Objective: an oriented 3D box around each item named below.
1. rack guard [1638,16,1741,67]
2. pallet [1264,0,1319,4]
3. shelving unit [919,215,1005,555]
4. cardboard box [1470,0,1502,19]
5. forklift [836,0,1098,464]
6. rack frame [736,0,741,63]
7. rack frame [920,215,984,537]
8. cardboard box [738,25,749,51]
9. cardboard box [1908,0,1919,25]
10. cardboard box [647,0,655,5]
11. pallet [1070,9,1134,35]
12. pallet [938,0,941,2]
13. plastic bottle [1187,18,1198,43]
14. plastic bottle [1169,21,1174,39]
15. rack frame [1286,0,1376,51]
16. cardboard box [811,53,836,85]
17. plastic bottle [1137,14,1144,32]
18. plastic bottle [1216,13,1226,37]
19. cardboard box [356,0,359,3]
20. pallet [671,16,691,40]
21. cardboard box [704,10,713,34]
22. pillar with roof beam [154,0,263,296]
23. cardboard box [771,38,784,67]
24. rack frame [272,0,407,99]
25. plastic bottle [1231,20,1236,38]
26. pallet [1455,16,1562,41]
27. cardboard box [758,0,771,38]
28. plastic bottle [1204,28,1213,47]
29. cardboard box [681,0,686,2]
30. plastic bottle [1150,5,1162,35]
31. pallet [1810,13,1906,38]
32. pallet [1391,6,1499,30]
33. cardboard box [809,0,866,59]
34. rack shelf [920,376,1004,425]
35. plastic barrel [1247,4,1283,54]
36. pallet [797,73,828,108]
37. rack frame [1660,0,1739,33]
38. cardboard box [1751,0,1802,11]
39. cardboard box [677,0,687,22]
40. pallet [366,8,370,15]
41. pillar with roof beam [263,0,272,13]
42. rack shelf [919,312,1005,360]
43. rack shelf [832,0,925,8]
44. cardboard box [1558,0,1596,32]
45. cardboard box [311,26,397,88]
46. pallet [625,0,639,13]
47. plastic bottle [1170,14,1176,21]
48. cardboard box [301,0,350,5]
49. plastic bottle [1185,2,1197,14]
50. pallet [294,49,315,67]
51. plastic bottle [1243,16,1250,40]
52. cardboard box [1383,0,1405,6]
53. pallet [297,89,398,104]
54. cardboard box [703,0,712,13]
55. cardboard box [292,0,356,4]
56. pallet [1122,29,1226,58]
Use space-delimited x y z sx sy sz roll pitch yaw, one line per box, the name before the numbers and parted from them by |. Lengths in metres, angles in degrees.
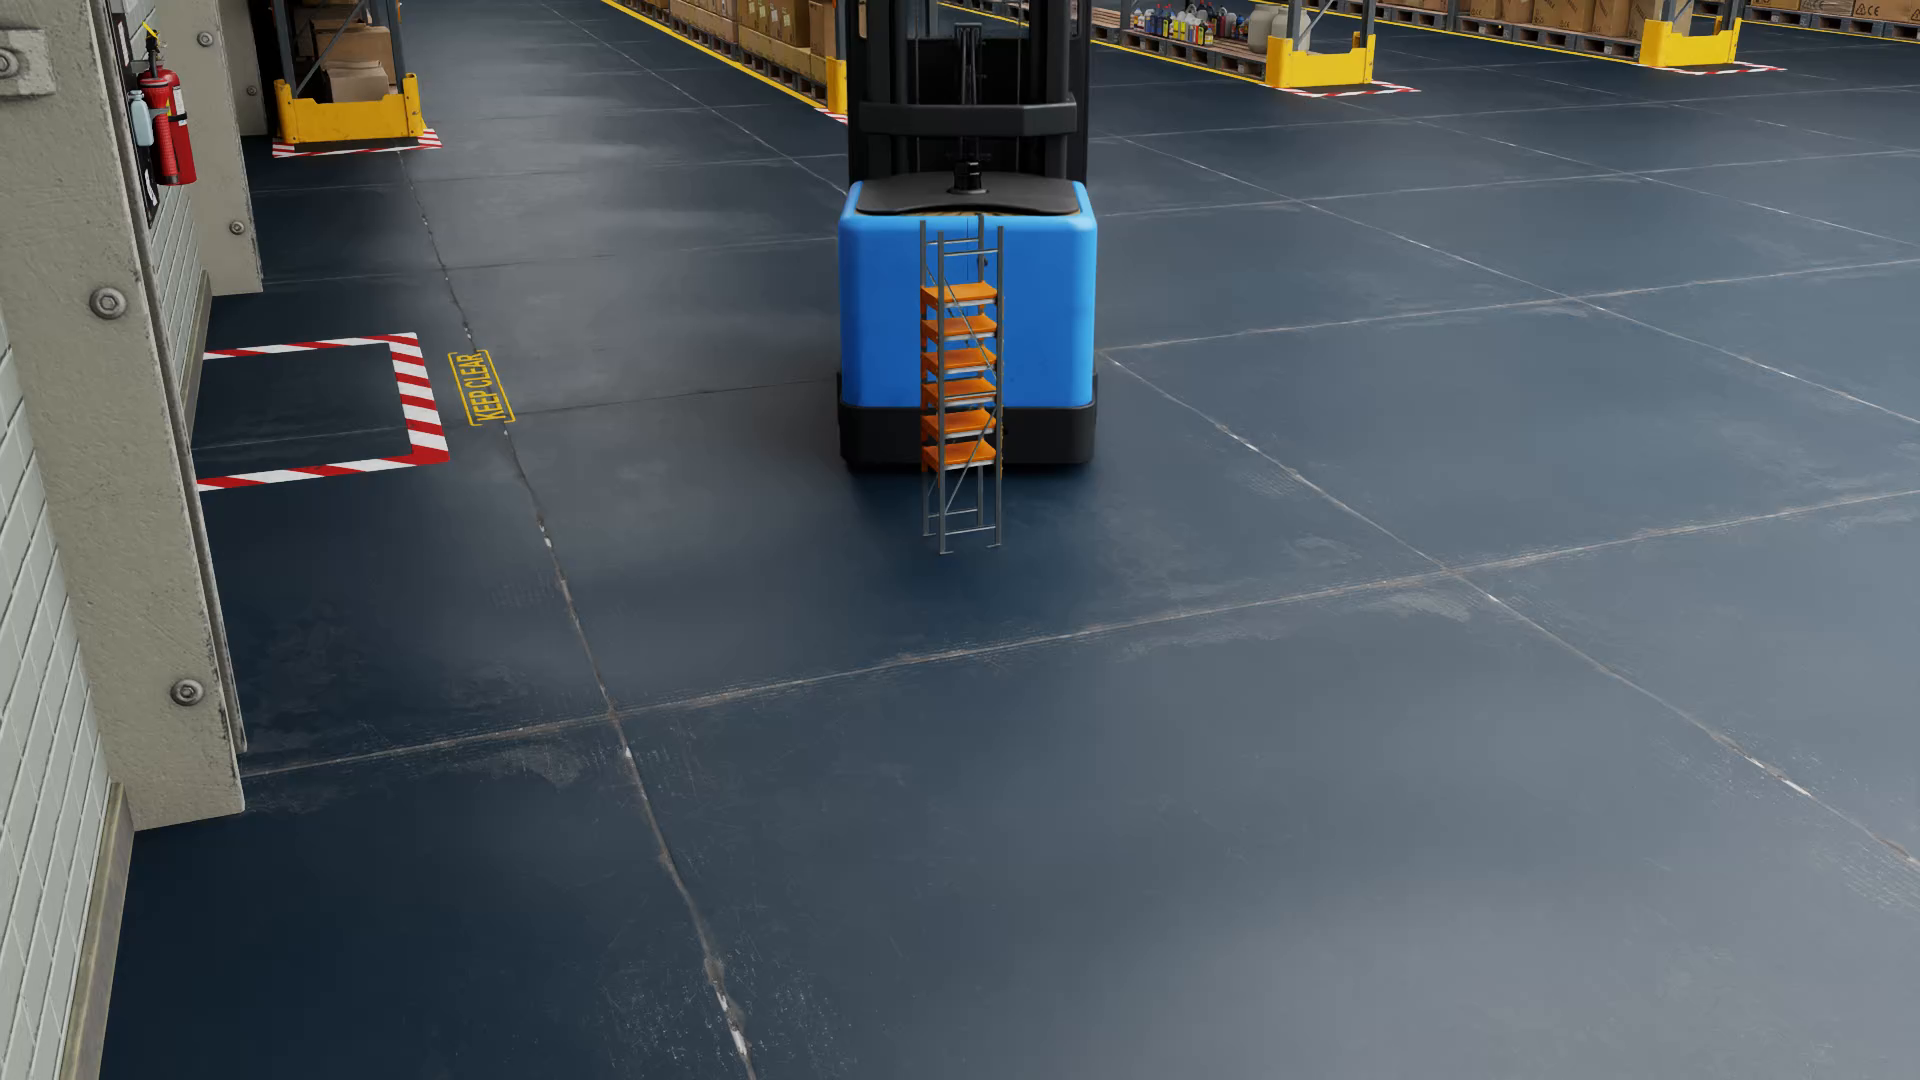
rack guard | 8.539 -5.836 19.454 1.175 0.500 0.348 -8 24 -19
pallet | 5.532 -8.879 27.045 1.003 0.211 1.213 -8 24 -19
shelving unit | 0.005 -0.548 6.004 0.258 1.200 0.189 -8 24 -19
cardboard box | 7.257 -7.305 22.397 0.500 0.500 0.500 -9 25 -21
forklift | 0.037 -2.184 7.659 1.130 2.935 3.031 0 23 0
rack frame | -2.116 -7.056 19.130 1.000 3.000 0.127 -8 24 -19
rack frame | -0.027 -0.581 6.083 0.240 1.200 0.006 -8 24 -19
cardboard box | -2.236 -5.773 19.084 0.500 0.250 0.500 -8 24 -19
cardboard box | 12.940 -7.056 21.324 0.875 0.875 0.875 -8 24 -19
cardboard box | -4.262 -8.056 24.154 0.500 0.500 0.500 -9 25 -21
pallet | 1.771 -7.174 22.998 1.003 0.211 1.213 -8 24 -19
pallet | -0.074 -9.070 27.498 1.003 0.211 1.213 -8 24 -19
plastic bottle | 2.761 -5.982 19.520 0.152 0.276 0.135 -9 24 -20
plastic bottle | 2.561 -6.123 19.951 0.097 0.201 0.097 0 23 0
rack frame | 3.932 -6.281 17.290 1.000 3.000 0.127 -8 24 -19
cardboard box | -1.169 -4.684 16.500 0.500 0.250 0.500 -8 24 -19
plastic bottle | 2.257 -6.435 20.692 0.097 0.201 0.097 0 23 0
plastic bottle | 3.152 -6.230 20.099 0.061 0.283 0.133 -8 24 -19
cardboard box | -7.859 -6.625 20.758 0.700 0.500 0.500 -8 24 -18
pallet | -3.275 -6.920 22.397 1.003 0.211 1.213 -8 24 -19
cardboard box | -2.892 -6.463 20.723 0.500 0.250 0.500 -8 24 -18
pillar with roof beam | -0.246 -6.233 9.451 9.100 9.000 0.400 -8 24 -19
cardboard box | -1.710 -5.227 17.789 0.500 0.250 0.500 -8 24 -19
rack frame | -5.336 -4.922 14.065 1.000 3.000 0.127 -8 24 -19
plastic bottle | 3.319 -6.167 20.057 0.097 0.201 0.097 0 23 0
pallet | 7.423 -6.890 22.325 1.003 0.211 1.213 -8 24 -19
cardboard box | -1.892 -5.753 18.073 0.500 0.500 0.500 -8 24 -19
plastic bottle | 2.873 -5.802 19.189 0.097 0.201 0.097 0 23 0
cardboard box | -3.426 -7.274 21.924 0.500 0.311 0.500 -9 24 -20
plastic bottle | 2.416 -6.366 20.337 0.144 0.351 0.185 -8 24 -18
pallet | 12.459 -7.042 22.686 1.003 0.211 1.213 -8 24 -19
pallet | 6.876 -7.412 23.563 1.003 0.211 1.213 -8 24 -19
cardboard box | -1.171 -5.029 16.353 0.500 0.500 0.500 -8 24 -19
rack shelf | 0.005 -0.507 6.022 0.258 0.103 0.180 -8 24 -19
plastic barrel | 3.451 -5.739 18.667 0.421 0.512 0.421 0 23 0
pallet | -1.013 -4.590 16.868 1.003 0.211 1.213 -8 24 -19
rack frame | 8.566 -6.961 18.903 1.000 3.000 0.127 -8 24 -19
cardboard box | 11.985 -8.034 23.645 0.875 0.875 0.875 -8 24 -18
cardboard box | -3.441 -7.023 22.050 0.500 0.250 0.500 -9 24 -20
pallet | -8.798 -7.283 23.258 1.003 0.211 1.213 -8 24 -19
pillar with roof beam | -6.604 -12.773 24.968 9.100 9.000 0.400 -8 24 -19
rack shelf | 0.005 -0.728 5.929 0.258 0.103 0.180 -8 24 -19
rack shelf | -1.410 -5.998 17.545 1.077 0.370 4.000 -8 24 -19
cardboard box | 7.914 -6.674 20.901 0.500 0.500 0.500 -6 24 -14
cardboard box | -5.910 -4.717 16.231 0.700 0.500 0.500 -10 25 -22
pallet | -4.620 -8.388 25.879 1.003 0.211 1.213 -8 24 -19
plastic bottle | 2.570 -6.213 20.075 0.097 0.271 0.097 0 23 0
cardboard box | -7.184 -6.196 18.776 0.500 0.250 0.500 -9 24 -20
plastic bottle | 2.881 -6.502 20.660 0.144 0.351 0.185 -8 24 -19
pallet | -7.026 -5.373 18.726 1.003 0.211 1.213 -8 24 -19
plastic bottle | 3.427 -6.089 19.781 0.097 0.271 0.097 0 23 0
cardboard box | 6.607 -8.070 24.187 0.700 0.500 0.500 -11 25 -24
pallet | -5.617 -3.965 15.384 1.003 0.211 1.213 -8 24 -19
cardboard box | -2.891 -6.719 20.606 0.500 0.311 0.500 -8 24 -19
cardboard box | -7.397 -6.063 19.425 0.700 0.500 0.500 -8 24 -18
pallet | 2.717 -6.200 20.688 1.003 0.211 1.213 -8 24 -19
